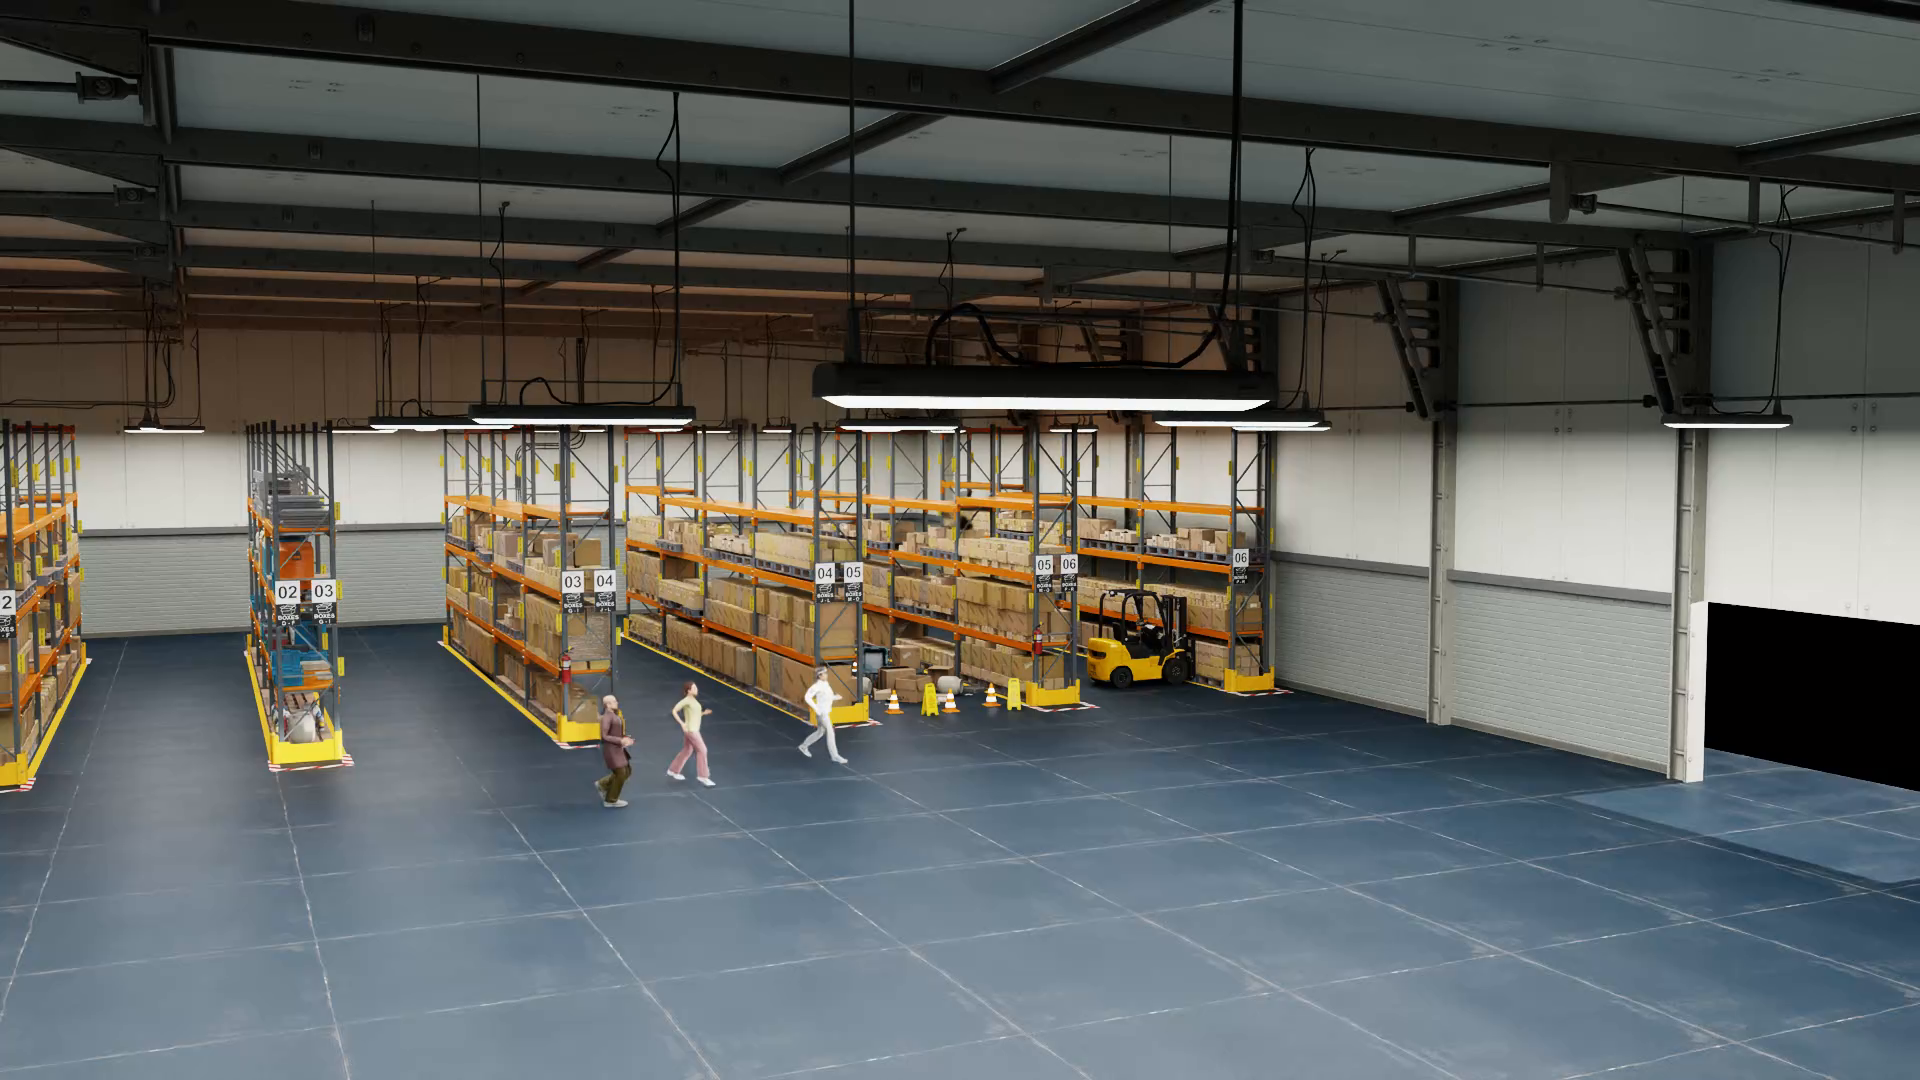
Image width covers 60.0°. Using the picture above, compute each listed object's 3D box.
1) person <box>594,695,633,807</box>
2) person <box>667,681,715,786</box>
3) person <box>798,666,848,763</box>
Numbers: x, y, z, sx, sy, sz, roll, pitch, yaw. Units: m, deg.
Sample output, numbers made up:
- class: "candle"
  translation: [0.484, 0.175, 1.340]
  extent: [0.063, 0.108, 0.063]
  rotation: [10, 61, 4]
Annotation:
- class: "person"
  translation: [-5.332, 3.250, 25.633]
  extent: [0.660, 1.727, 0.703]
  rotation: [0, 4, 0]
- class: "person"
  translation: [-4.421, 3.168, 27.274]
  extent: [0.830, 1.715, 0.552]
  rotation: [0, 4, 3]
- class: "person"
  translation: [-2.411, 3.033, 29.090]
  extent: [0.936, 1.684, 0.610]
  rotation: [1, 4, 12]
